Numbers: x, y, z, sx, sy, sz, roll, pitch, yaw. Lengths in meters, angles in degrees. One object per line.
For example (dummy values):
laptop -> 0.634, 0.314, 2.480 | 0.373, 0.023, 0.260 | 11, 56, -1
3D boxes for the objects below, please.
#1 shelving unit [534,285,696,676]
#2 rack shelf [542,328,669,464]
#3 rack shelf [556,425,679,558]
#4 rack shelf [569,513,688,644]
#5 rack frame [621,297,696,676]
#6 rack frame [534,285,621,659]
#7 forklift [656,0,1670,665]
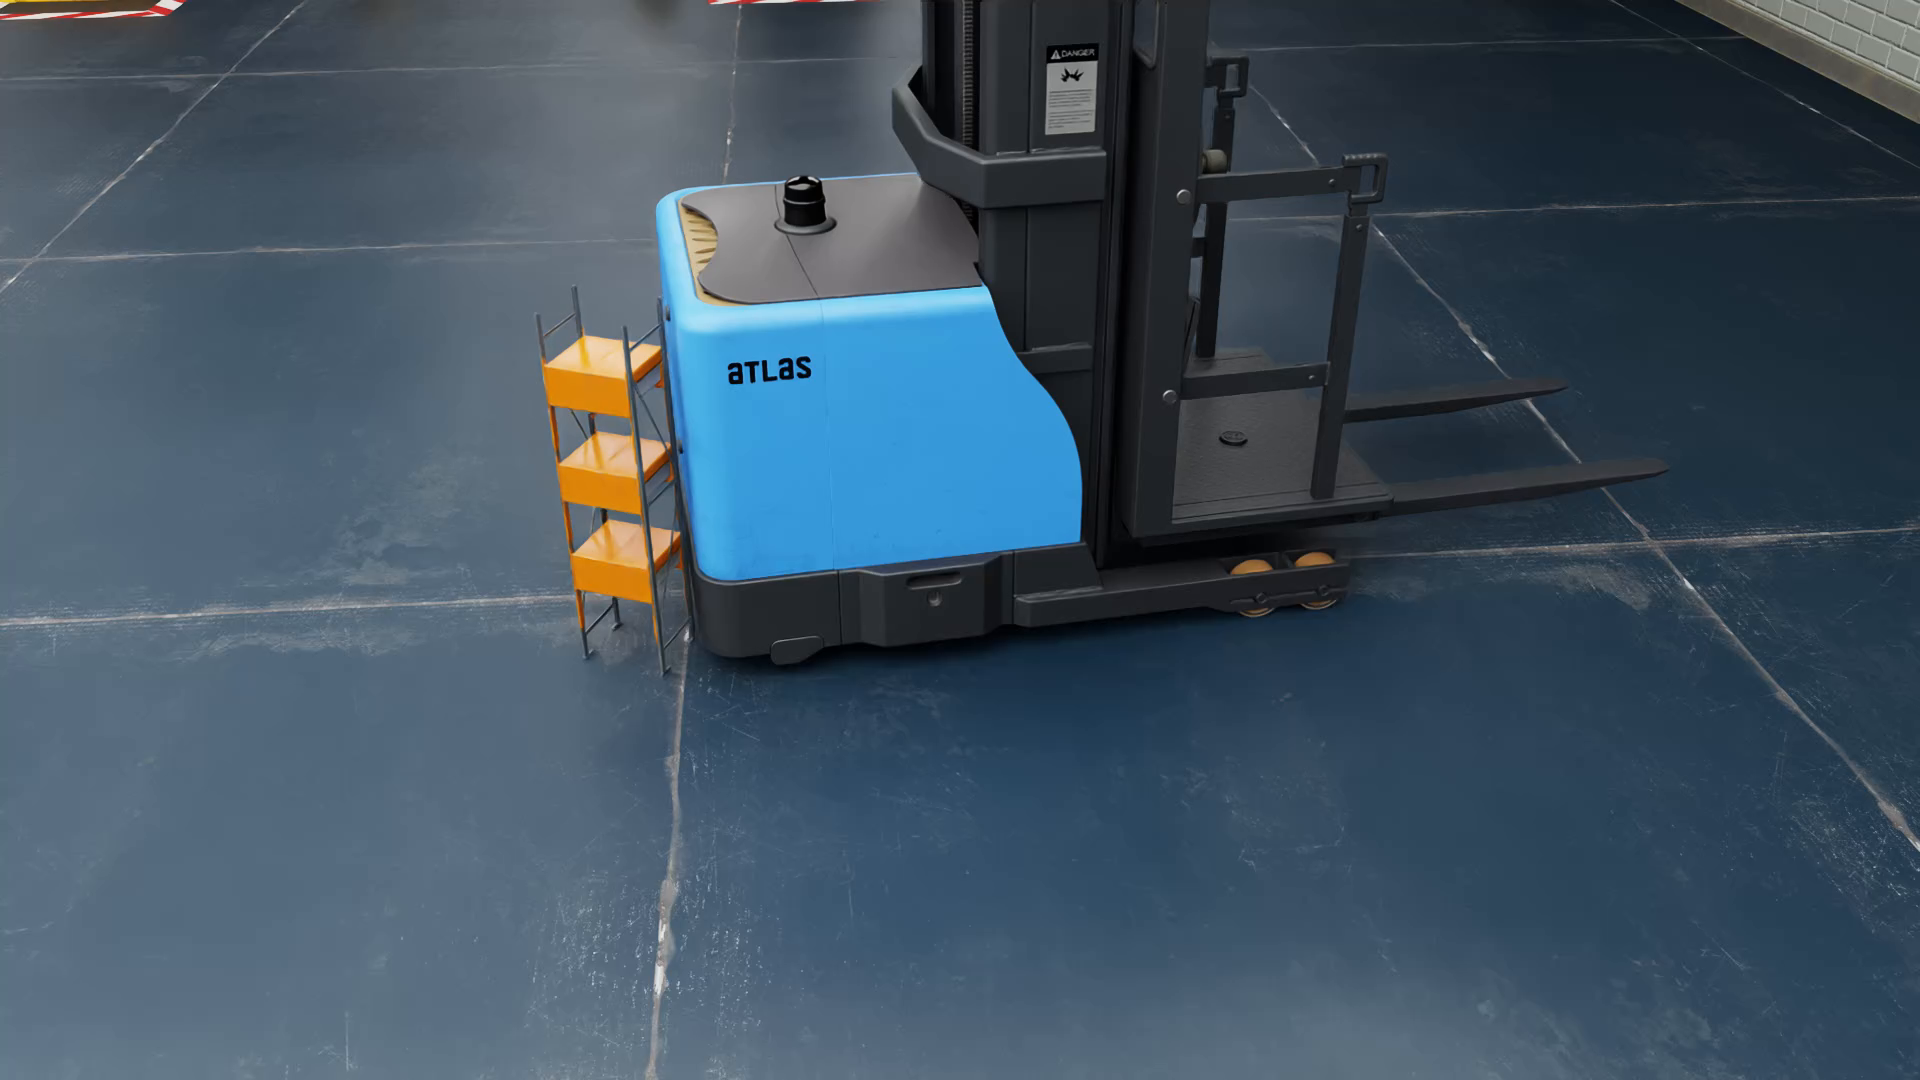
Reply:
shelving unit -> -0.911, -0.142, 4.462 | 0.252, 1.050, 0.215 | 10, 33, 16
rack shelf -> -0.911, -0.375, 4.320 | 0.240, 0.259, 0.215 | 10, 33, 16
rack shelf -> -0.911, -0.133, 4.467 | 0.240, 0.259, 0.215 | 10, 33, 16
rack shelf -> -0.910, 0.105, 4.611 | 0.240, 0.259, 0.215 | 10, 33, 16
rack frame -> -0.795, -0.121, 4.428 | 0.008, 1.050, 0.200 | 10, 33, 16
rack frame -> -1.026, -0.162, 4.496 | 0.008, 1.050, 0.200 | 10, 33, 16
forklift -> 0.669, -1.291, 4.553 | 3.031, 2.935, 1.130 | -6, 31, -11
